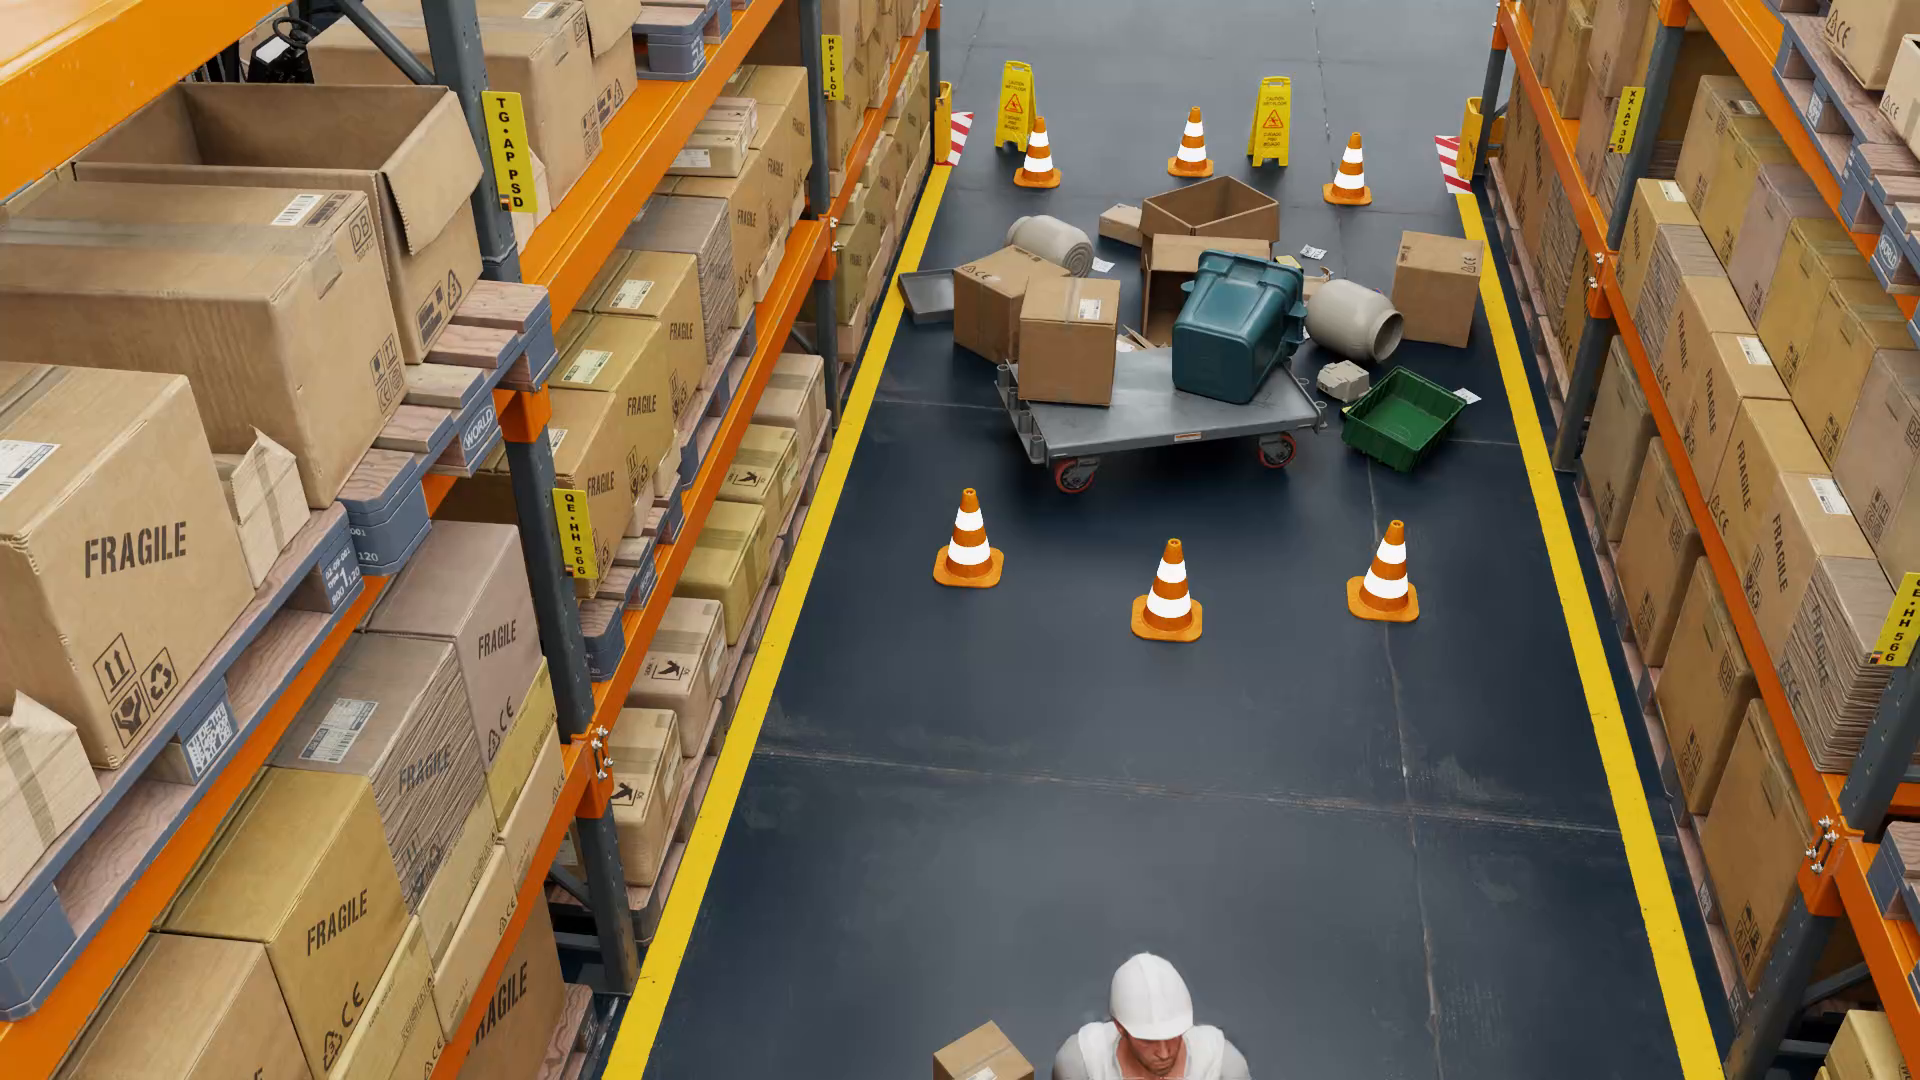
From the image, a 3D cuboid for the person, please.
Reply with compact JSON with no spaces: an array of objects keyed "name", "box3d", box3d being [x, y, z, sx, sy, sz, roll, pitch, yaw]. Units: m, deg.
[{"name":"person","box3d":[0.522,1.781,4.556,0.566,1.746,1.020,-2,36,-3]}]
